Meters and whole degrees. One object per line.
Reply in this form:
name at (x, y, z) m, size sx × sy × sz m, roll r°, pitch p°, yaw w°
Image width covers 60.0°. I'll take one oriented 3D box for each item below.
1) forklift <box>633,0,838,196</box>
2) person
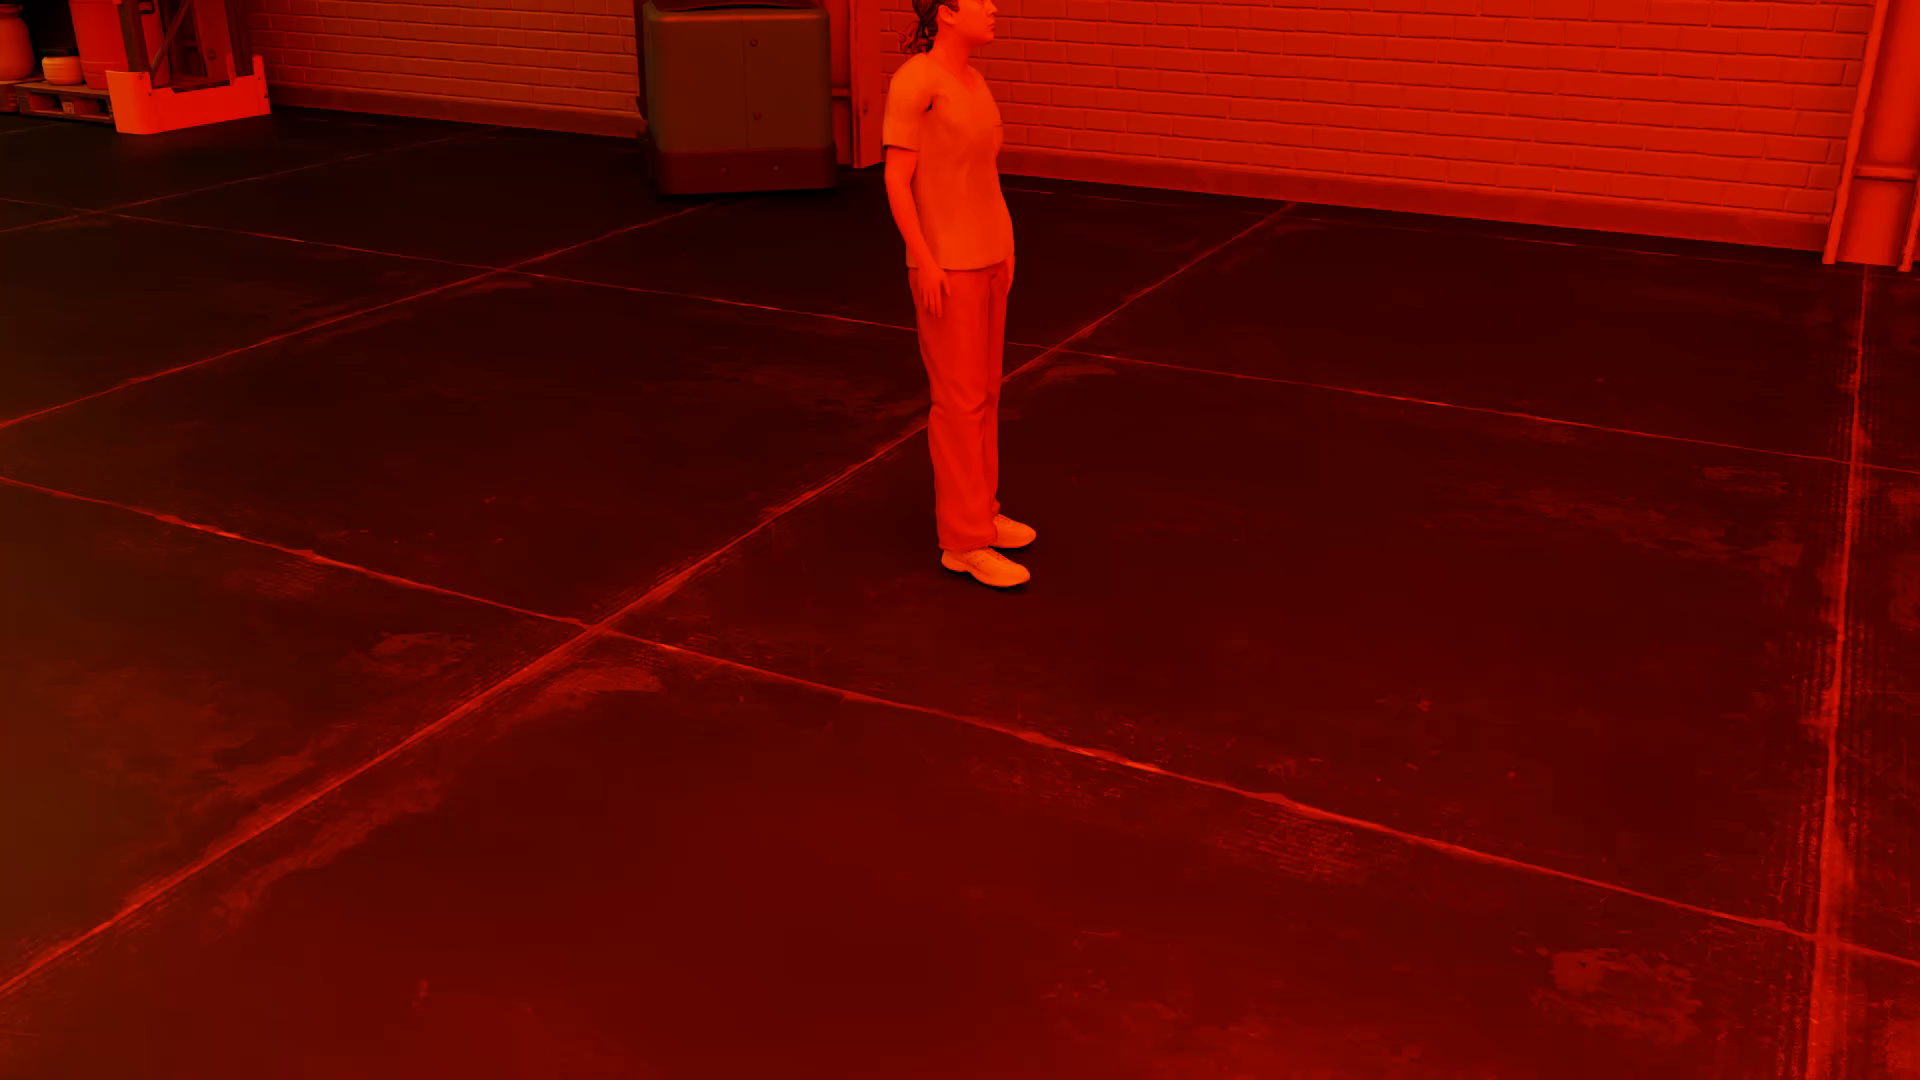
forklift at (-1.556, -3.885, 10.486) m, size 1.130 × 2.935 × 3.031 m, roll -5°, pitch 23°, yaw -12°
person at (0.061, -0.761, 4.696) m, size 0.548 × 1.673 × 0.553 m, roll 11°, pitch 25°, yaw 25°
